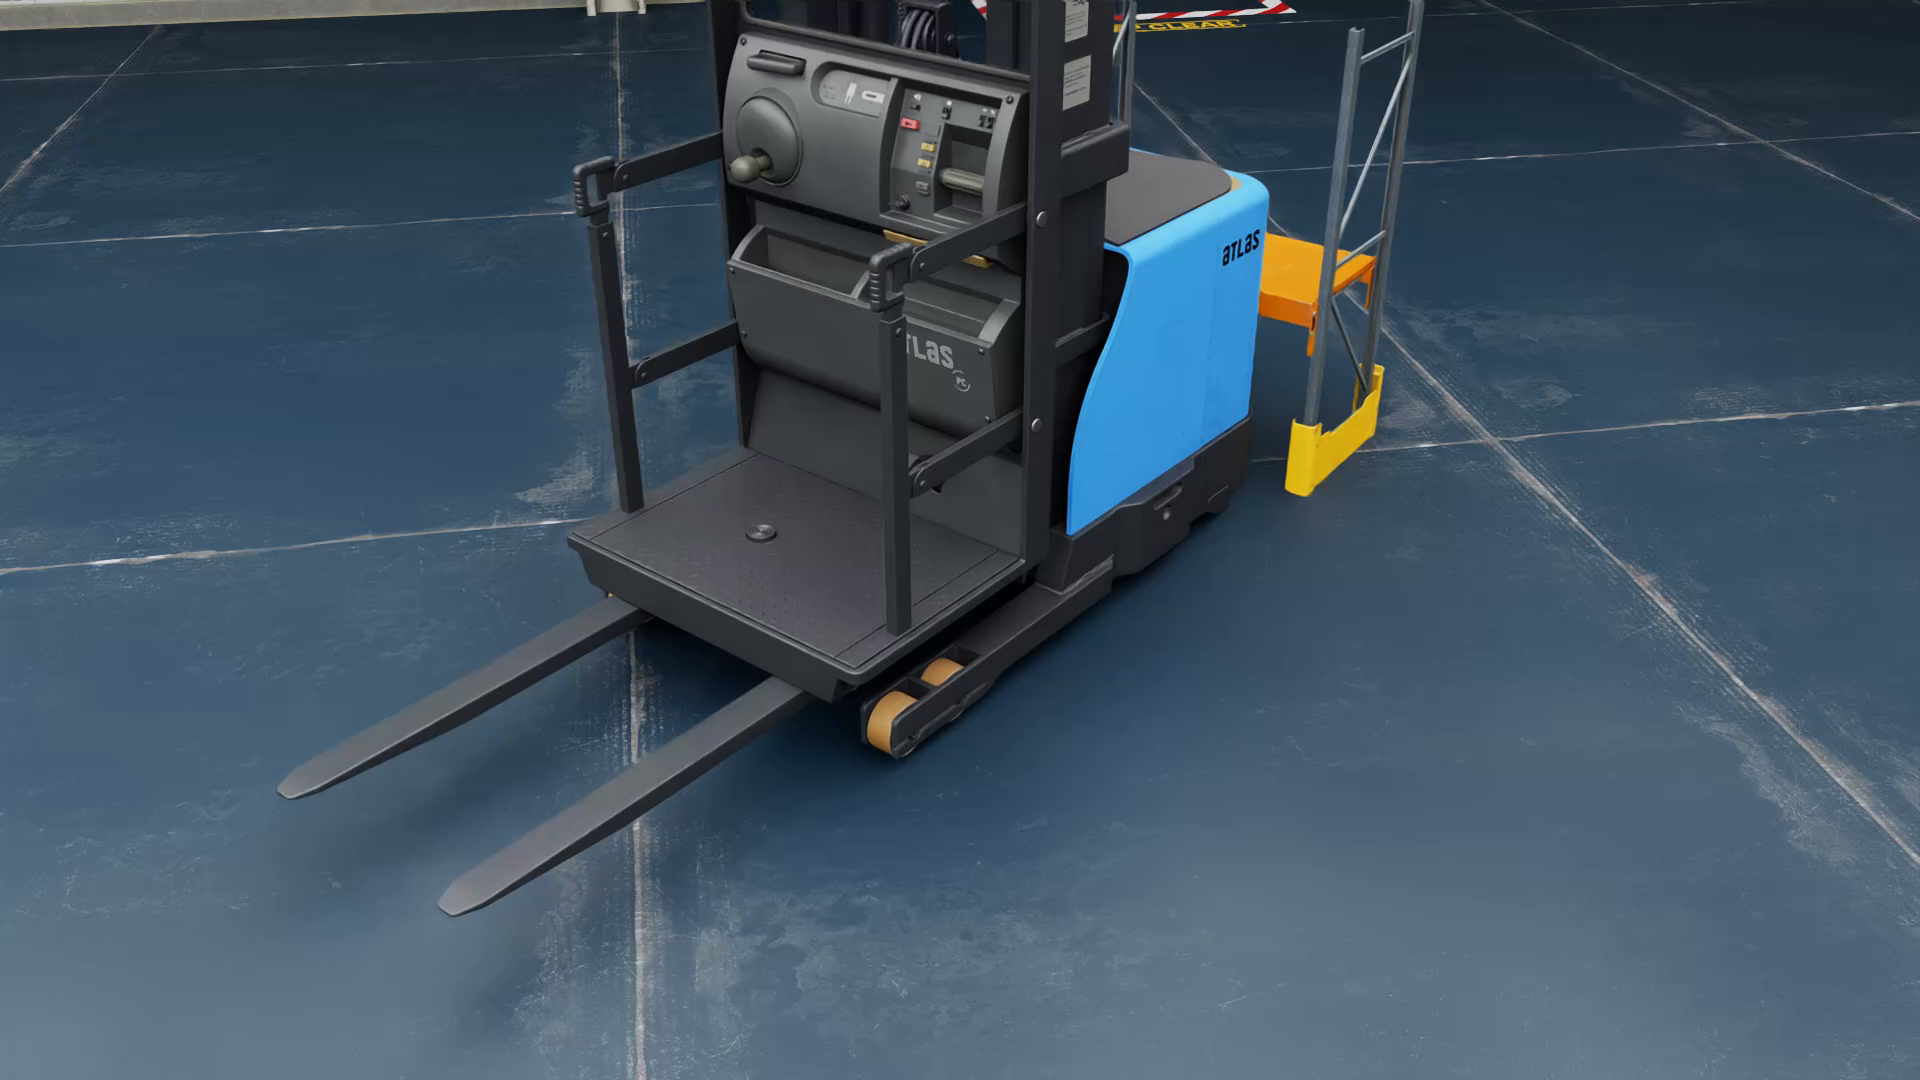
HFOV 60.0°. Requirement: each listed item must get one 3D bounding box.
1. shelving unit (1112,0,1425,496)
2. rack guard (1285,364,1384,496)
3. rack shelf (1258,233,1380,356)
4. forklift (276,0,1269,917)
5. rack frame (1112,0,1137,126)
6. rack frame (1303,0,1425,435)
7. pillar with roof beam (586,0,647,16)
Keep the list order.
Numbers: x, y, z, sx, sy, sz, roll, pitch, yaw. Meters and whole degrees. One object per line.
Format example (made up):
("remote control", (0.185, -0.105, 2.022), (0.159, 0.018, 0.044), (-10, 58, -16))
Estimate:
("shelving unit", (0.872, -1.069, 5.589), (1.083, 1.500, 0.587), (20, 36, 30))
("rack guard", (1.277, -0.384, 5.656), (0.087, 0.250, 0.587), (20, 36, 30))
("rack shelf", (0.864, -0.917, 5.684), (1.000, 0.185, 0.538), (20, 36, 30))
("forklift", (-0.372, -0.989, 4.040), (1.130, 2.935, 3.031), (22, 37, 33))
("rack frame", (0.451, -1.222, 5.848), (0.032, 1.500, 0.500), (20, 36, 30))
("rack frame", (1.278, -0.922, 5.339), (0.032, 1.500, 0.500), (20, 36, 30))
("pillar with roof beam", (-1.591, -5.394, 5.545), (0.400, 9.000, 9.100), (-5, 31, -9))
